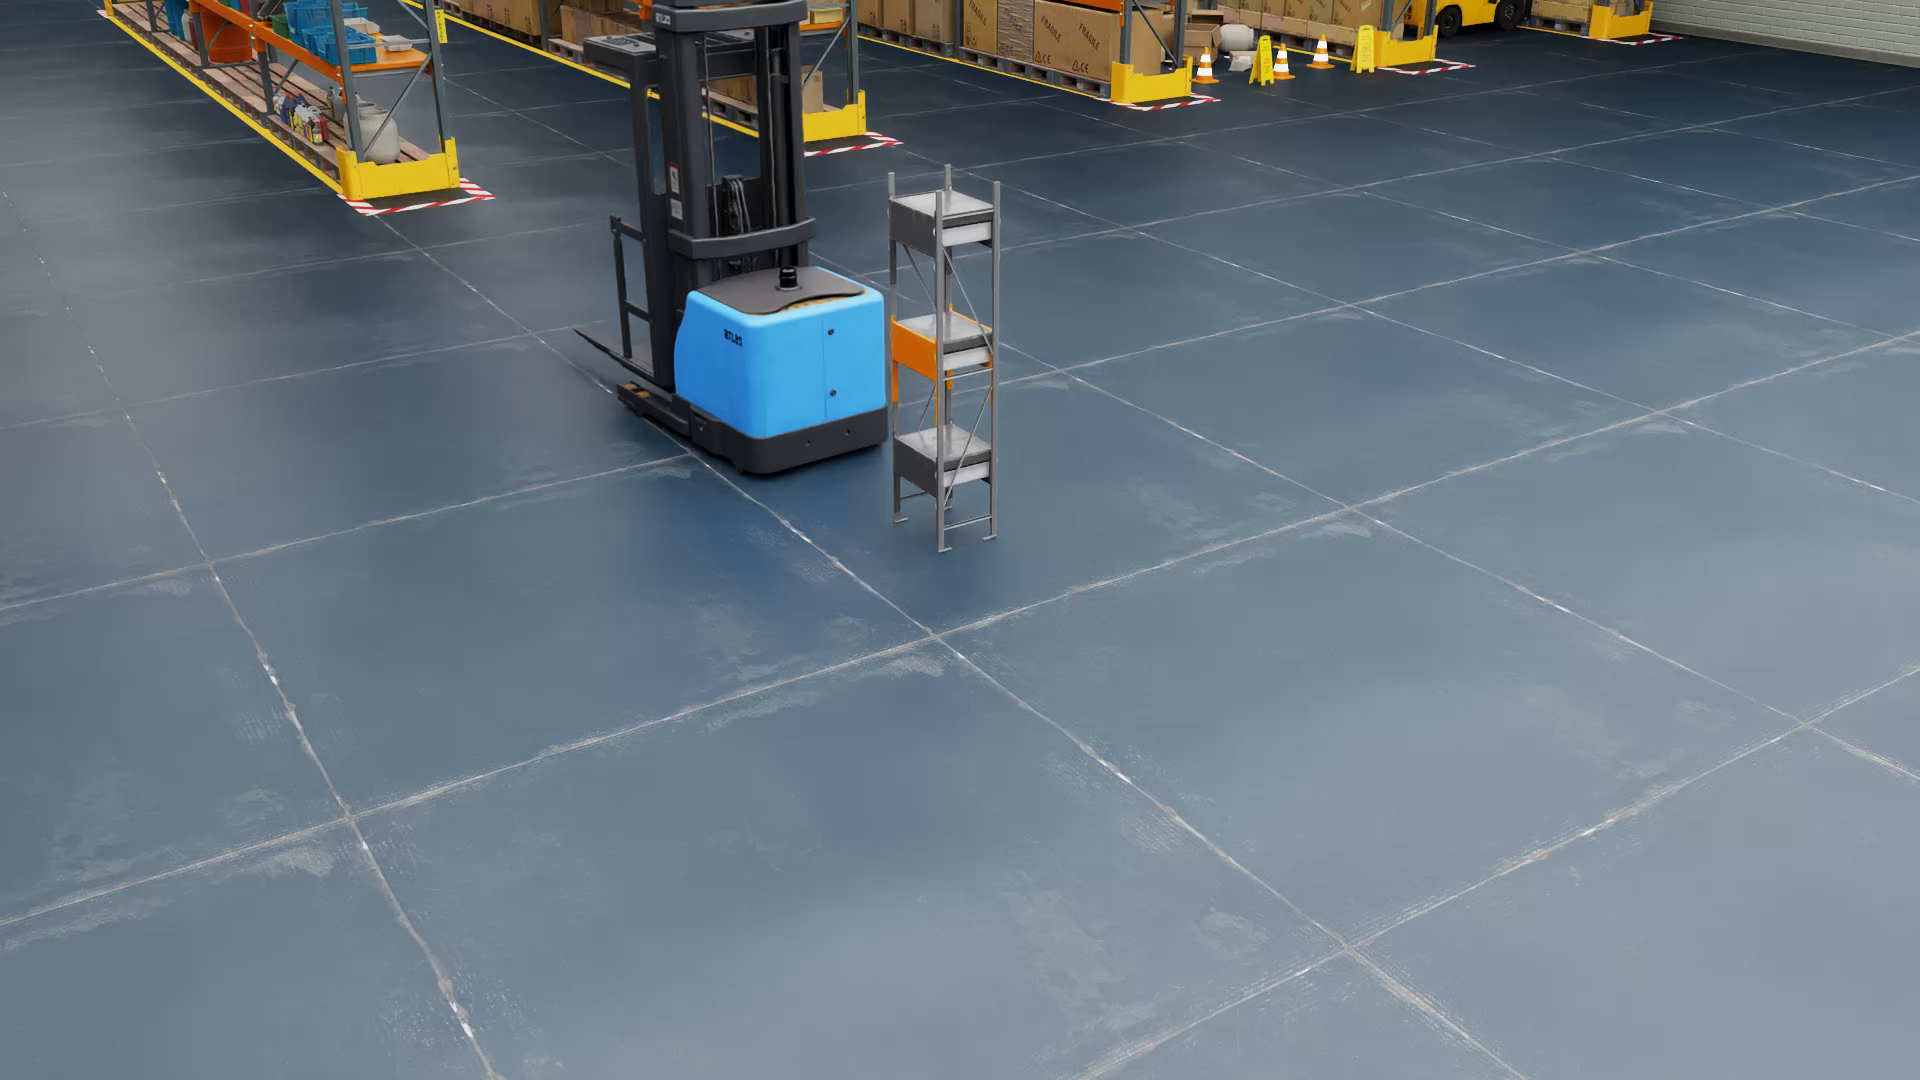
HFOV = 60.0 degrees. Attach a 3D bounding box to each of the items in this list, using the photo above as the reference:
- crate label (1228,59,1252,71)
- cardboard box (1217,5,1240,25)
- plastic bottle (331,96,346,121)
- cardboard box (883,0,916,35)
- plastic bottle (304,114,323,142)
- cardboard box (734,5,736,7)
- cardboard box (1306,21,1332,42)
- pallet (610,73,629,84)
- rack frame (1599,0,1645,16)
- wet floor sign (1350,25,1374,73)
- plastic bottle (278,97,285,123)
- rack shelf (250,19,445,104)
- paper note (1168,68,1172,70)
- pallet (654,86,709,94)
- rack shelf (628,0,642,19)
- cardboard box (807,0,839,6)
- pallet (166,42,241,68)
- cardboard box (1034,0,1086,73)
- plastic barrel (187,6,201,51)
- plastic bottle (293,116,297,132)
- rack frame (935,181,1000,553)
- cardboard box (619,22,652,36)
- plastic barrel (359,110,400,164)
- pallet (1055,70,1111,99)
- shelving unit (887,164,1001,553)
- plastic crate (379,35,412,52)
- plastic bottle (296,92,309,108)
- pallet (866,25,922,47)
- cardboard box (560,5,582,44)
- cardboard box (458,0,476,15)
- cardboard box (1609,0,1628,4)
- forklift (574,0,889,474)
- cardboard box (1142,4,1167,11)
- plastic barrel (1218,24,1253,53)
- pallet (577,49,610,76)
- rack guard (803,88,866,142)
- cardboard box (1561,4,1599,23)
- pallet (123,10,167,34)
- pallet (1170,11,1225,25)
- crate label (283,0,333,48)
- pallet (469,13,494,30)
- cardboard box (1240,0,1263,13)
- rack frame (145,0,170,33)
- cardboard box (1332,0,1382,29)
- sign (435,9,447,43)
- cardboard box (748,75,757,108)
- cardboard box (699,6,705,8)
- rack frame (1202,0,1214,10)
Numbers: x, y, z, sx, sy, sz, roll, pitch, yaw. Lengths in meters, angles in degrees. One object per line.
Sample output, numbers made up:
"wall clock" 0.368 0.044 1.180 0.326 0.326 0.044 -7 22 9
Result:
"crate label" 4.101 -6.942 24.295 0.298 0.136 0.250 12 28 24
"cardboard box" 4.555 -8.600 27.184 0.500 0.250 0.500 -17 30 -32
"plastic bottle" -7.407 -5.156 19.834 0.152 0.276 0.135 -16 29 -30
"cardboard box" -0.571 -8.458 26.296 1.050 0.750 0.750 -16 29 -30
"plastic bottle" -7.295 -4.652 18.766 0.152 0.276 0.135 -15 29 -29
"cardboard box" -2.530 -6.487 20.272 0.380 0.149 0.250 -16 29 -30
"cardboard box" 5.700 -7.857 25.609 0.500 0.250 0.500 -15 29 -29
"pallet" -4.271 -6.636 23.559 1.003 0.211 1.213 -16 29 -30
"rack frame" 10.799 -9.655 26.689 1.000 3.000 0.127 -16 29 -30
"wet floor sign" 5.850 -7.115 24.066 0.267 0.644 0.232 -6 26 -12
"plastic bottle" -7.988 -5.106 19.728 0.152 0.276 0.135 -14 29 -28
"rack shelf" -6.902 -5.423 18.568 1.077 0.370 4.000 -16 29 -30
"paper note" 3.139 -6.906 24.344 0.144 0.017 0.142 -6 26 -12
"pallet" -3.448 -6.125 22.478 1.003 0.211 1.213 -16 29 -30
"rack shelf" -4.936 -8.008 24.043 1.077 0.370 4.000 -16 29 -30
"cardboard box" -1.938 -6.571 19.689 0.875 0.500 0.500 -16 29 -30
"pallet" -11.305 -7.342 25.055 1.003 0.211 1.213 -16 29 -30
"cardboard box" 1.643 -7.078 23.226 0.875 0.875 0.875 -16 30 -30
"plastic barrel" -11.076 -7.569 24.603 0.600 0.588 0.708 -16 29 -30
"plastic bottle" -7.663 -4.838 19.247 0.097 0.201 0.097 0 25 0
"rack frame" 0.043 -0.921 9.242 0.400 2.100 0.015 -16 29 -30
"cardboard box" -4.406 -7.087 23.661 0.700 0.500 0.500 -16 29 -30
"plastic barrel" -6.234 -4.316 17.801 0.421 0.512 0.421 0 25 0
"pallet" 2.048 -6.314 22.878 1.003 0.211 1.213 -16 29 -30
"shelving unit" -0.090 -1.009 9.427 0.431 2.100 0.503 -16 29 -30
"plastic crate" -6.029 -5.309 17.792 0.298 0.136 0.250 -16 29 -30
"plastic bottle" -7.780 -5.113 19.656 0.144 0.351 0.185 -16 29 -30
"pallet" -0.788 -8.172 26.814 1.003 0.211 1.213 -16 29 -30
"cardboard box" -5.645 -7.883 25.347 0.700 0.500 0.500 -17 30 -32
"cardboard box" -7.845 -9.485 28.325 1.225 0.875 0.875 -15 29 -29
"cardboard box" 10.717 -9.044 27.538 0.500 0.250 0.500 -15 29 -29
"forklift" -1.761 -2.308 11.205 1.130 2.935 3.031 -18 31 -33
"cardboard box" 2.984 -8.714 26.737 0.500 0.500 0.500 -16 29 -30
"plastic barrel" 4.246 -7.718 25.603 0.512 0.421 0.421 3 25 6
"pallet" -4.941 -7.072 24.484 1.003 0.211 1.213 -16 29 -30
"rack guard" -1.702 -5.084 19.935 1.175 0.500 0.348 -16 29 -30
"cardboard box" 10.278 -8.696 27.386 0.500 0.250 0.500 -15 29 -29
"pallet" -13.465 -8.755 28.049 1.003 0.211 1.213 -16 29 -30
"pallet" 4.033 -8.945 28.451 1.003 0.211 1.213 -16 29 -30
"crate label" -7.042 -5.645 18.152 0.502 0.435 0.616 -16 29 -30
"pallet" -7.727 -8.960 28.484 1.003 0.211 1.213 -16 29 -30
"cardboard box" 4.857 -8.751 26.624 0.500 0.500 0.500 -14 29 -28
"rack frame" -12.361 -9.326 25.991 1.000 3.000 0.127 -16 29 -30
"cardboard box" 5.987 -8.009 25.051 0.500 0.500 0.500 -15 29 -29
"sign" -5.347 -5.285 17.108 0.100 0.325 0.005 -16 29 -30
"cardboard box" -2.343 -5.680 20.705 0.500 0.500 0.500 -8 26 -16
"cardboard box" -3.149 -6.824 20.987 0.380 0.149 0.250 -16 29 -30
"rack frame" 4.459 -9.928 27.266 1.000 3.000 0.127 -16 29 -30
